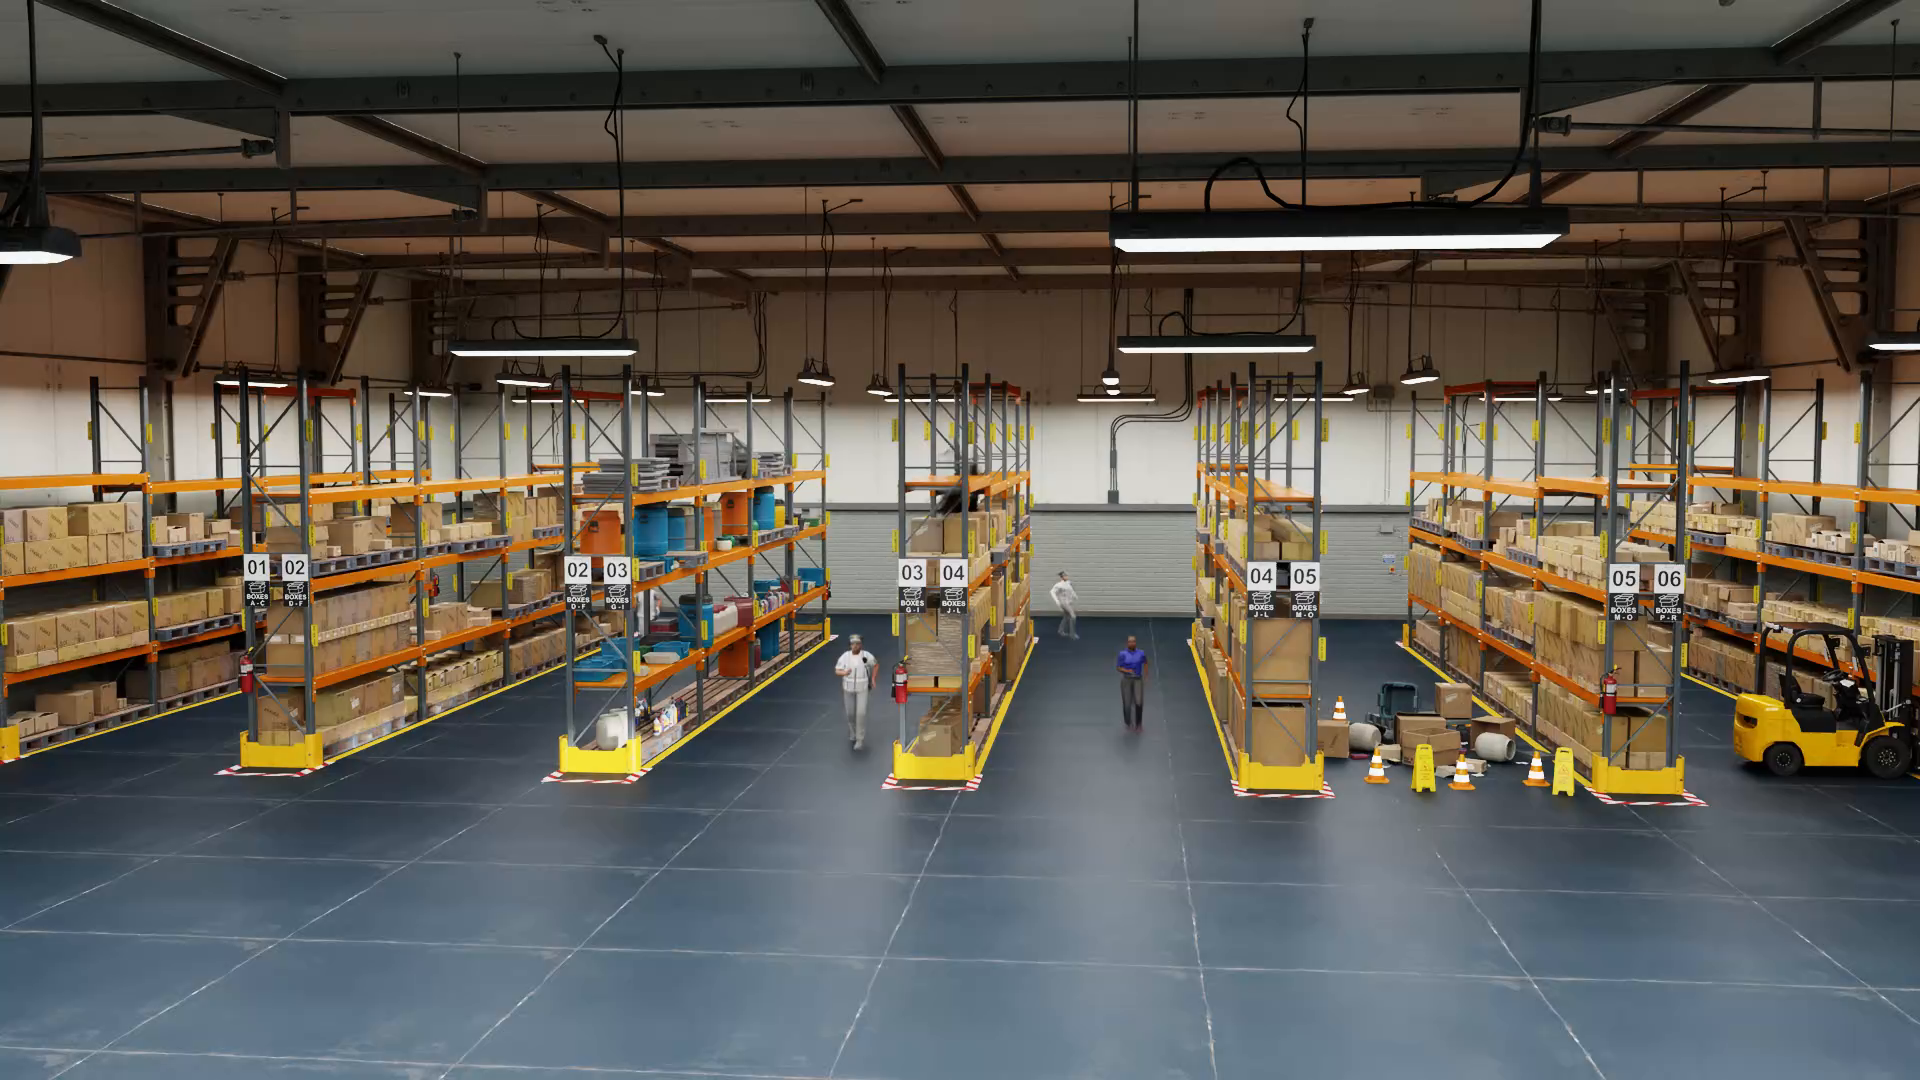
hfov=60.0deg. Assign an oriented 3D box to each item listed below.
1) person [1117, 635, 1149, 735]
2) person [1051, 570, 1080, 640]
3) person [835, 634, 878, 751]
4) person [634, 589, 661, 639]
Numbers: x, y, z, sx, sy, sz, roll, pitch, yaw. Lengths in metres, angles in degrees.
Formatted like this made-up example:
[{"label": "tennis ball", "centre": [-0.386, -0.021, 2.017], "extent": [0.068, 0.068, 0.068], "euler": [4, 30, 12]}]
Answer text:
[{"label": "person", "centre": [2.875, 2.414, 27.624], "extent": [0.544, 1.651, 0.688], "euler": [0, 4, 2]}, {"label": "person", "centre": [2.554, 1.572, 40.409], "extent": [0.696, 1.710, 0.673], "euler": [3, 5, 37]}, {"label": "person", "centre": [-1.656, 2.390, 26.548], "extent": [0.656, 1.788, 0.964], "euler": [0, 4, 5]}, {"label": "person", "centre": [-6.937, 1.742, 36.734], "extent": [0.638, 1.840, 0.774], "euler": [0, 4, -5]}]
